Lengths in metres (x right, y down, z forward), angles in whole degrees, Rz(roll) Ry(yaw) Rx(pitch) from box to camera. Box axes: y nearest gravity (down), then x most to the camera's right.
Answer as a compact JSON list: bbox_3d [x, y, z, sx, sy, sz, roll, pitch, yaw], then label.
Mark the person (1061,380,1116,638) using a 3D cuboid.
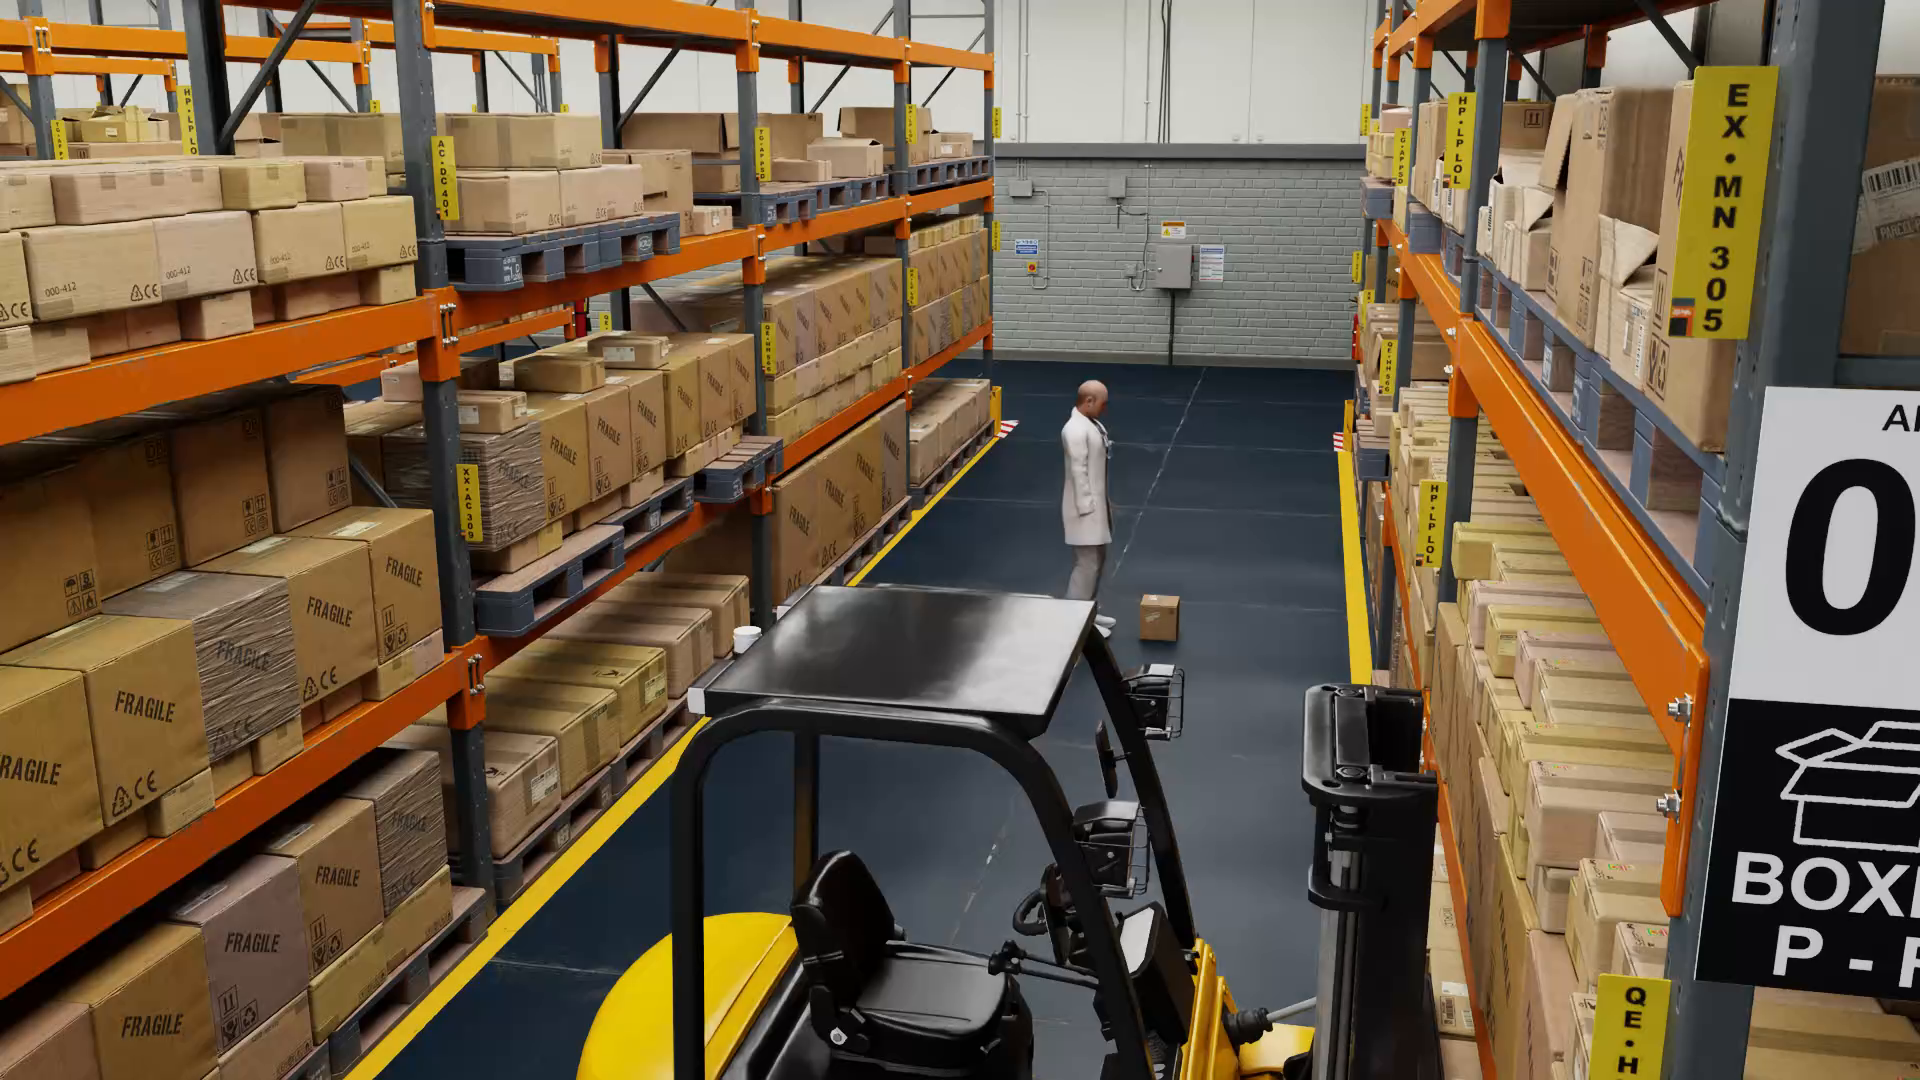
[{"bbox_3d":[0.891,-0.153,11.454,0.379,1.630,0.565,3,15,12],"label":"person"}]
